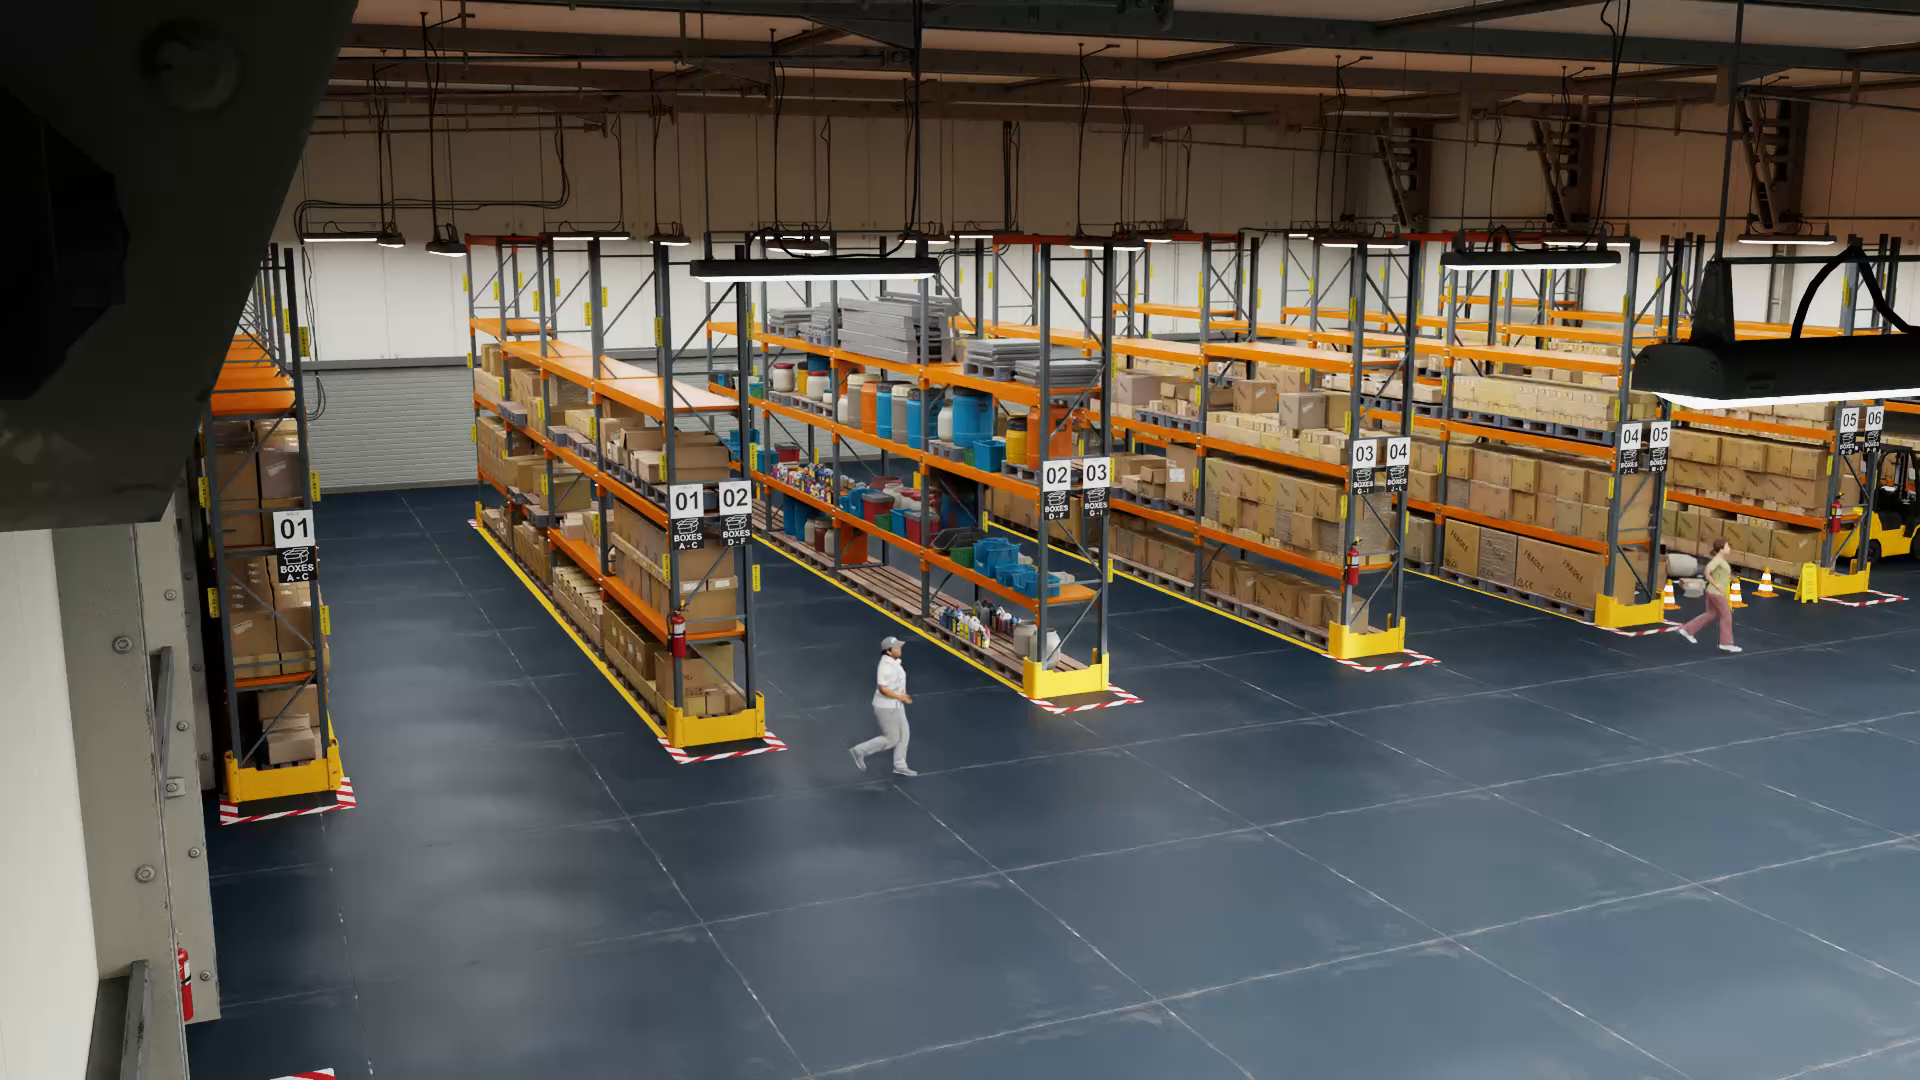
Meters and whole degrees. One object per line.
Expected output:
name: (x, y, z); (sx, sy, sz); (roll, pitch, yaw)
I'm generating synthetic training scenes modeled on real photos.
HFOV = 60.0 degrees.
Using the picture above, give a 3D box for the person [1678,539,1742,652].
person: (11.126, 0.794, 24.533); (0.885, 1.662, 0.590); (4, 12, 20)

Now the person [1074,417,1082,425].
person: (2.720, -2.057, 39.231); (0.700, 1.713, 0.642); (-2, 11, -8)

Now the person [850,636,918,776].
person: (-0.866, 1.910, 19.059); (0.766, 1.663, 0.614); (1, 11, 3)
